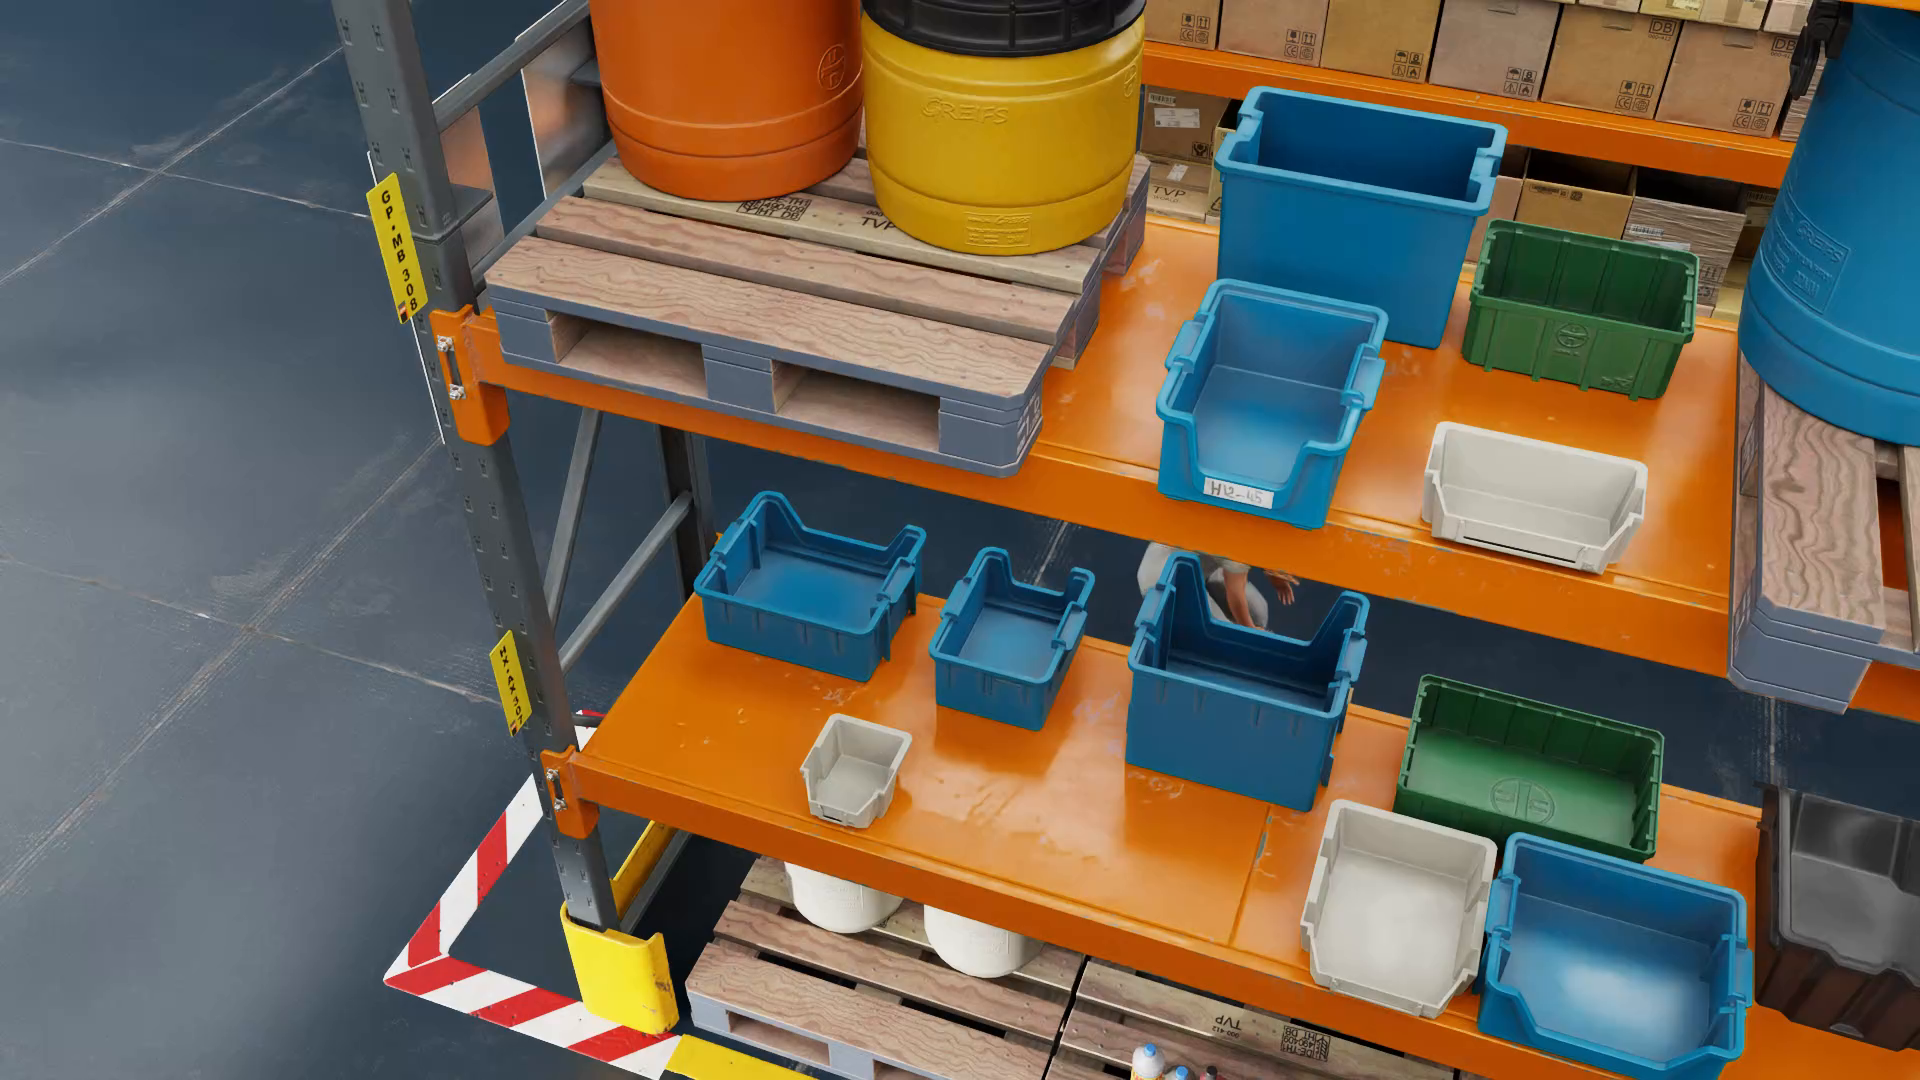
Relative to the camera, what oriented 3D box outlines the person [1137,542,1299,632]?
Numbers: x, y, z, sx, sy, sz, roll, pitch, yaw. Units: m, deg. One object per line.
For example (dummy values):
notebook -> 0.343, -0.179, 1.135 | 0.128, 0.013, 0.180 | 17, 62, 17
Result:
person -> 0.982, 0.158, 6.182 | 0.616, 1.418, 0.490 | 14, 44, 15
